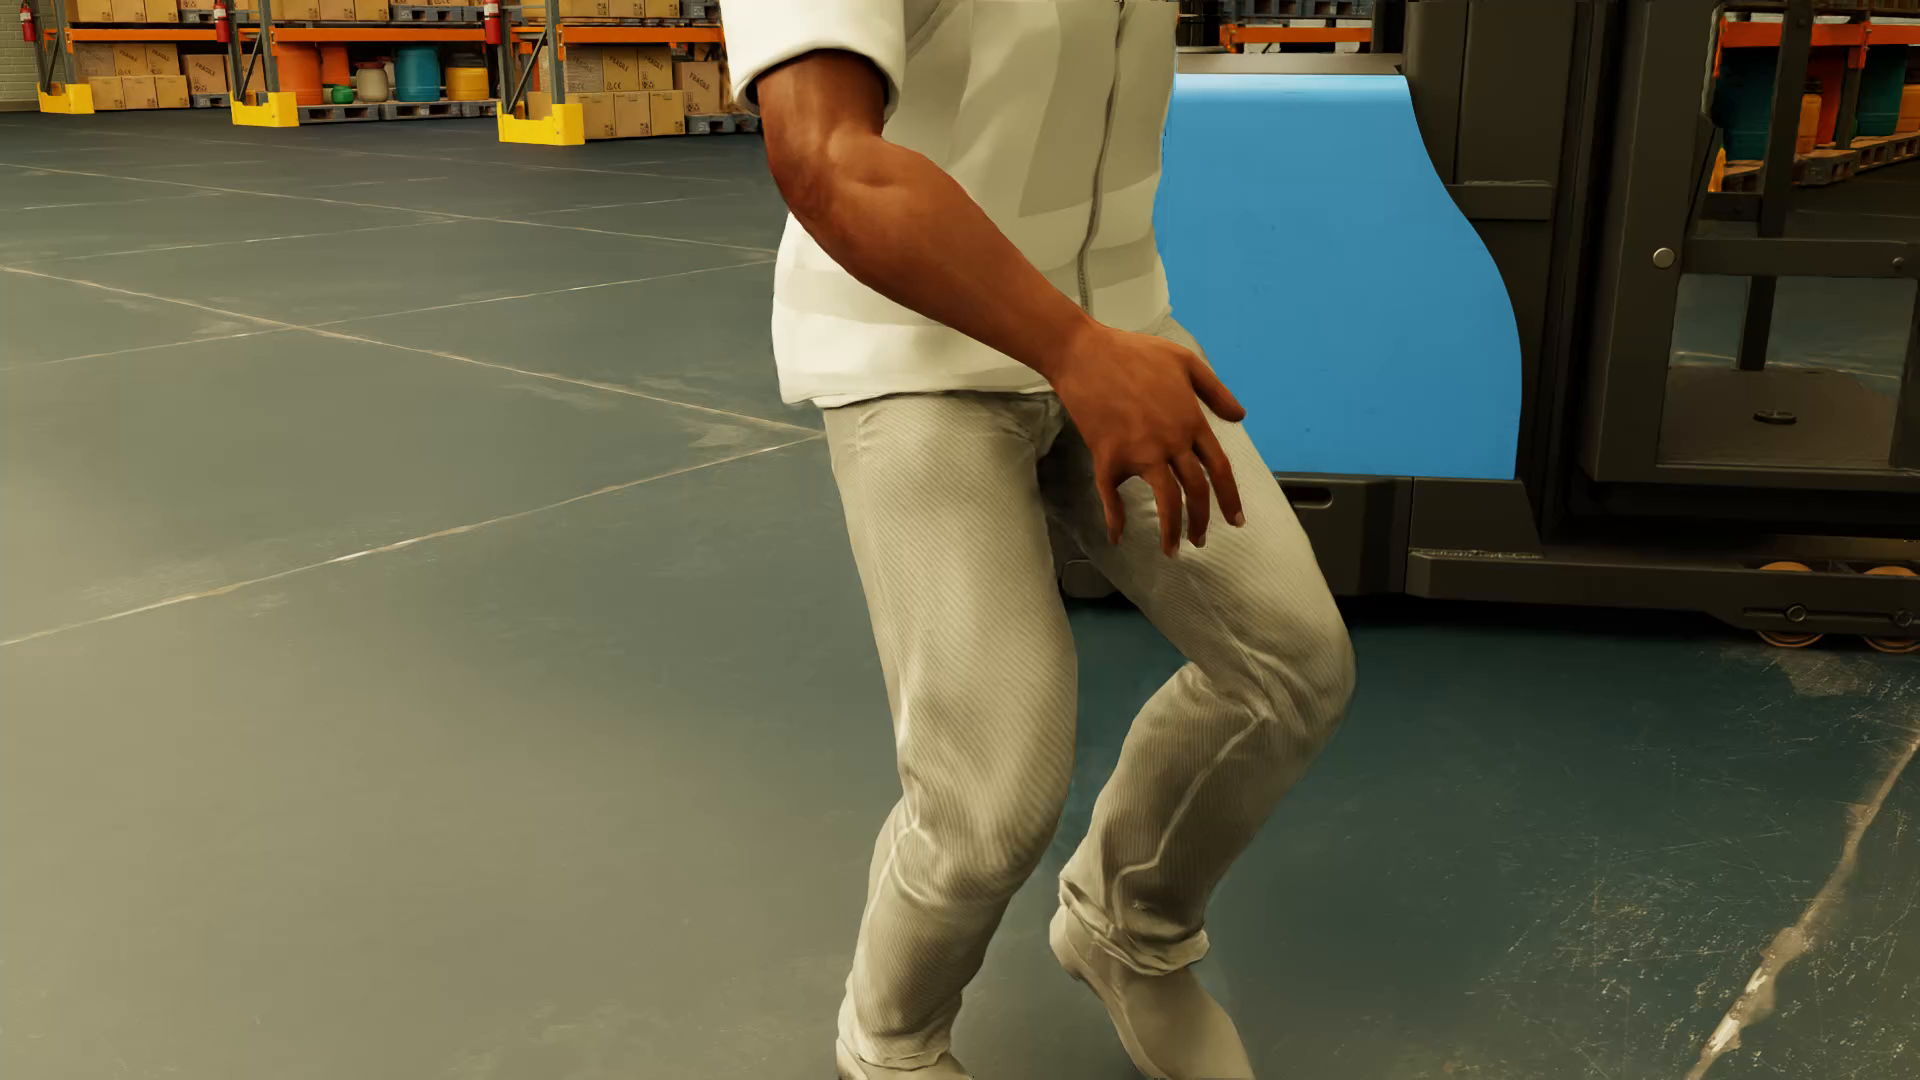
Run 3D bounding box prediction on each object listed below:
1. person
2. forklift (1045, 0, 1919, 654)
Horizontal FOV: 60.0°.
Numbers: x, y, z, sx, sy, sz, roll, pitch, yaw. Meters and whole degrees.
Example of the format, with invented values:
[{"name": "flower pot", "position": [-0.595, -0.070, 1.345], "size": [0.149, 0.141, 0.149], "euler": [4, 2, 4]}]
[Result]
[{"name": "person", "position": [0.054, -0.167, 1.633], "size": [0.753, 1.713, 0.753], "euler": [-15, 23, -41]}, {"name": "forklift", "position": [1.608, -1.348, 3.338], "size": [3.031, 2.935, 1.130], "euler": [2, 17, 8]}]
